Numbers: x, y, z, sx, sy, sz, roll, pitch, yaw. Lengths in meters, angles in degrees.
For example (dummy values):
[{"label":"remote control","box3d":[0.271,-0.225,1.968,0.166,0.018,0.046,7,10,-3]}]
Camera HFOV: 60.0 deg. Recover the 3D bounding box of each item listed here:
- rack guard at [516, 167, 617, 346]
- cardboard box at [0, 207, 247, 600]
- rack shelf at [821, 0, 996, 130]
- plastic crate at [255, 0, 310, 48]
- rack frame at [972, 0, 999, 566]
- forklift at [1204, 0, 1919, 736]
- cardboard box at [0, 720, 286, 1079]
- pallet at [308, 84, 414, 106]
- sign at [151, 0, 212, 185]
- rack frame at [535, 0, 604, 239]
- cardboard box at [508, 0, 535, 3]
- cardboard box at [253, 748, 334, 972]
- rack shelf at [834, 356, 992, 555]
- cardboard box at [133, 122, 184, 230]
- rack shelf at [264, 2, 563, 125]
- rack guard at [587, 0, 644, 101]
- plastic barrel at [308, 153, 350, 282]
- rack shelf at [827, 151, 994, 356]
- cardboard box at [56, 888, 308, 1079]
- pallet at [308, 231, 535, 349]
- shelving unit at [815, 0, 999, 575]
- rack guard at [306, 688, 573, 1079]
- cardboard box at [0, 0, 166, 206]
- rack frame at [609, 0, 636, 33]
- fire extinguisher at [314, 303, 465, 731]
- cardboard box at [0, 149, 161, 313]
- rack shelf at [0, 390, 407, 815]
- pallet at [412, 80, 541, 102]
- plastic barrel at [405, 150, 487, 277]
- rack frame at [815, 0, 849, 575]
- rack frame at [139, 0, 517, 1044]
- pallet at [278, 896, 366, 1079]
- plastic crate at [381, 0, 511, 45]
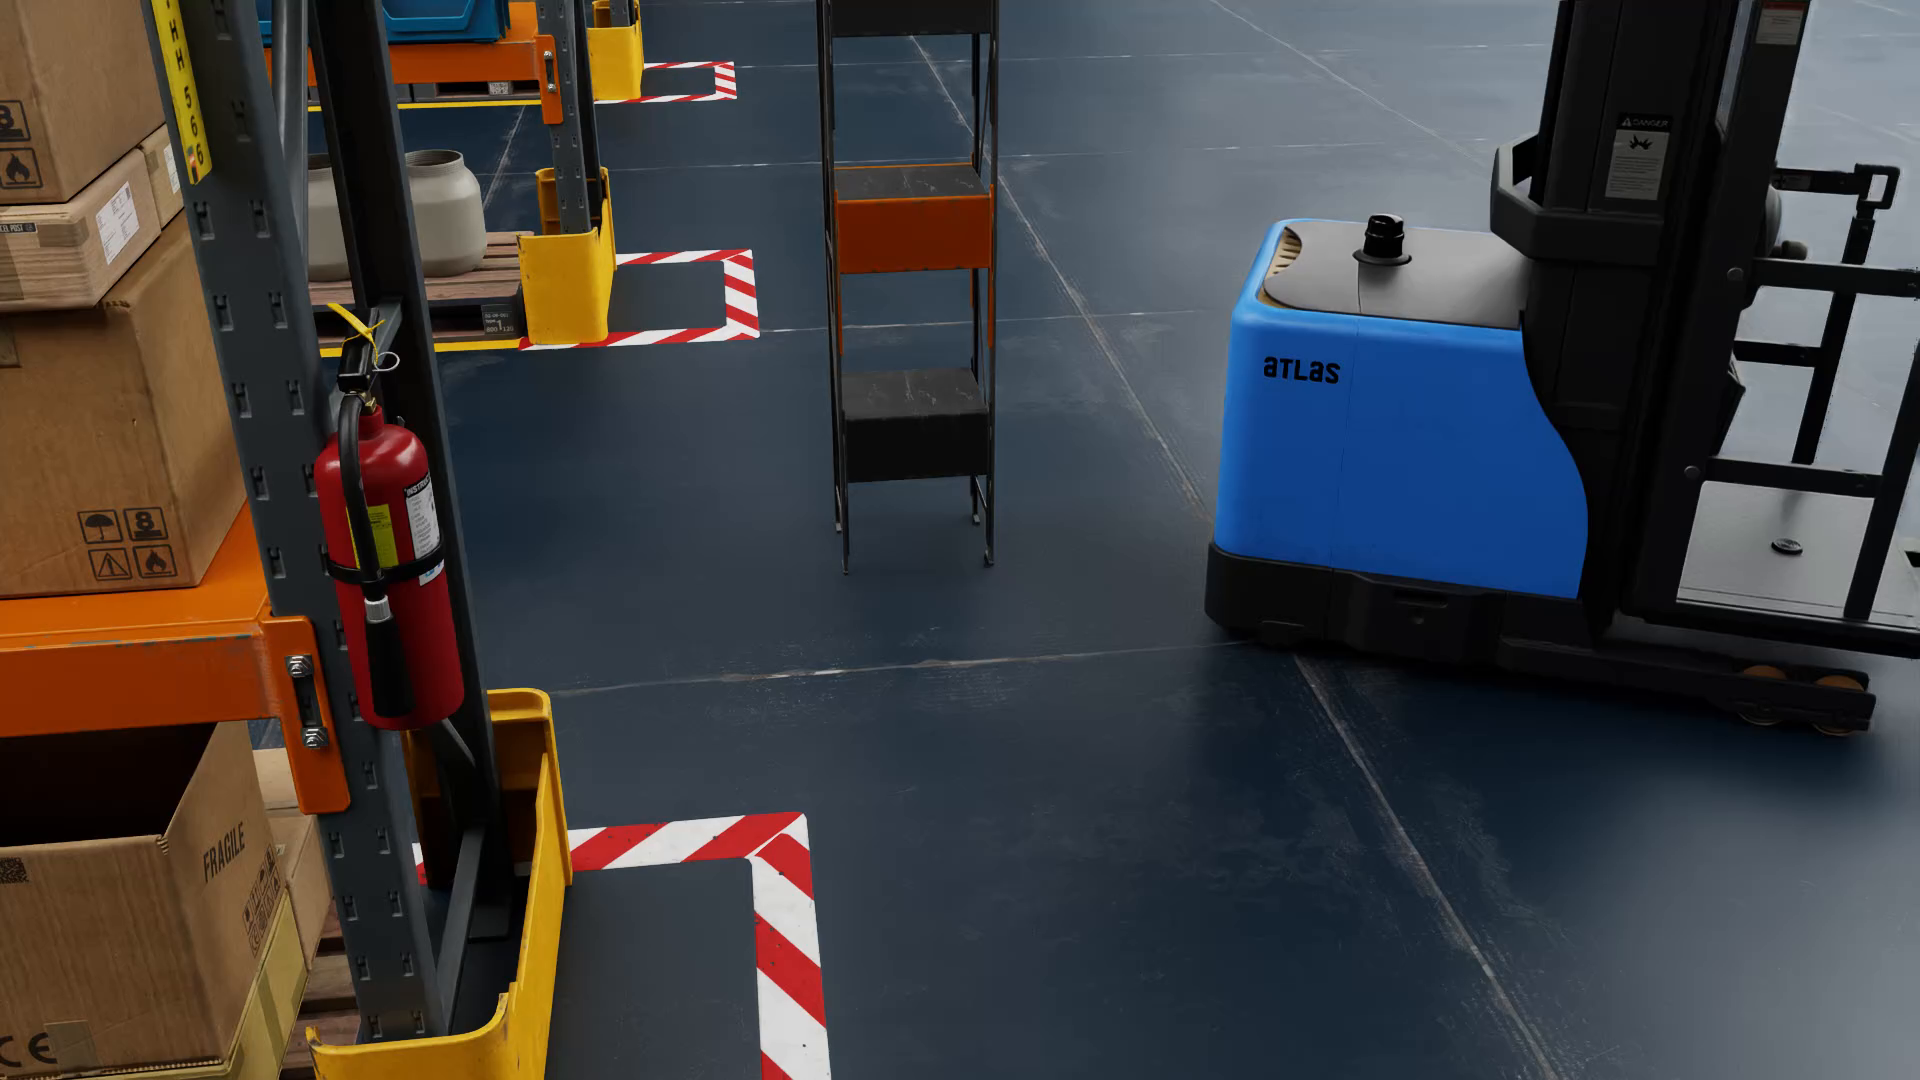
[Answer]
[{"label":"rack guard","box3d":[-1.843,-1.365,7.862,0.348,0.500,1.175,-4,27,-7]},{"label":"cardboard box","box3d":[-1.552,-0.284,2.908,0.500,0.500,0.700,-4,27,-7]},{"label":"rack shelf","box3d":[-0.164,-1.534,4.937,0.480,0.518,0.431,-4,27,-7]},{"label":"plastic crate","box3d":[-2.873,-2.231,6.975,0.408,0.251,0.499,-4,27,-7]},{"label":"rack frame","box3d":[0.078,-0.939,5.280,0.015,2.100,0.400,-4,27,-7]},{"label":"forklift","box3d":[2.335,-1.024,4.535,3.031,2.935,1.130,8,28,14]},{"label":"cardboard box","box3d":[-1.578,0.608,3.010,0.500,0.500,0.500,-4,27,-7]},{"label":"pallet","box3d":[-4.555,-3.385,12.116,1.213,0.211,1.003,-4,27,-7]},{"label":"sign","box3d":[-1.027,-0.638,2.180,0.005,0.325,0.100,-4,27,-7]},{"label":"rack frame","box3d":[-1.775,-2.503,7.342,0.127,3.000,1.000,-4,27,-7]},{"label":"cardboard box","box3d":[-3.086,-3.785,12.118,0.500,0.500,0.500,1,27,2]},{"label":"cardboard box","box3d":[-1.650,0.707,3.639,0.500,0.250,0.500,-4,27,-7]},{"label":"rack shelf","box3d":[-0.164,-0.289,5.576,0.480,0.518,0.431,-4,27,-7]},{"label":"cardboard box","box3d":[-1.507,-0.669,2.948,0.250,0.149,0.380,-4,27,-7]},{"label":"rack shelf","box3d":[-3.755,-2.056,7.259,4.000,0.370,1.077,-4,27,-7]},{"label":"rack guard","box3d":[-2.540,-3.625,12.267,0.348,0.500,1.175,-4,27,-7]},{"label":"plastic barrel","box3d":[-2.912,-1.475,7.604,0.421,0.512,0.421,0,27,0]},{"label":"rack shelf","box3d":[-0.164,-0.912,5.256,0.480,0.518,0.431,-4,27,-7]},{"label":"cardboard box","box3d":[-1.578,0.941,3.183,0.500,0.250,0.500,-4,27,-7]},{"label":"pallet","box3d":[-2.649,-1.187,7.832,1.213,0.211,1.003,-4,27,-7]},{"label":"shelving unit","box3d":[-0.164,-0.924,5.250,0.503,2.100,0.431,-4,27,-7]},{"label":"rack guard","box3d":[-1.065,0.847,3.552,0.348,0.500,1.175,-4,27,-7]},{"label":"cardboard box","box3d":[-1.605,-0.858,2.606,0.500,0.500,0.700,-4,27,-7]},{"label":"rack frame","box3d":[-2.465,-4.742,11.706,0.127,3.000,1.000,-4,27,-7]},{"label":"fire extinguisher","box3d":[-0.907,-0.027,2.601,0.183,0.674,0.296,-4,27,-7]},{"label":"cardboard box","box3d":[-1.440,-0.486,2.592,0.250,0.149,0.380,-4,27,-8]},{"label":"rack shelf","box3d":[-3.069,0.184,2.894,4.000,0.370,1.077,-4,27,-7]},{"label":"pallet","box3d":[-3.349,-3.461,12.264,1.213,0.211,1.003,-4,27,-7]},{"label":"plastic barrel","box3d":[-2.416,-1.507,7.666,0.421,0.512,0.421,0,27,0]},{"label":"rack frame","box3d":[-0.406,-0.908,5.220,0.015,2.100,0.400,-4,27,-7]},{"label":"rack frame","box3d":[-1.088,-0.264,2.978,0.127,3.000,1.000,-4,27,-7]},{"label":"pallet","box3d":[-1.840,1.045,3.483,1.213,0.211,1.003,-4,27,-7]},{"label":"plastic crate","box3d":[-2.229,-2.270,7.051,0.616,0.251,0.499,-4,27,-7]}]
